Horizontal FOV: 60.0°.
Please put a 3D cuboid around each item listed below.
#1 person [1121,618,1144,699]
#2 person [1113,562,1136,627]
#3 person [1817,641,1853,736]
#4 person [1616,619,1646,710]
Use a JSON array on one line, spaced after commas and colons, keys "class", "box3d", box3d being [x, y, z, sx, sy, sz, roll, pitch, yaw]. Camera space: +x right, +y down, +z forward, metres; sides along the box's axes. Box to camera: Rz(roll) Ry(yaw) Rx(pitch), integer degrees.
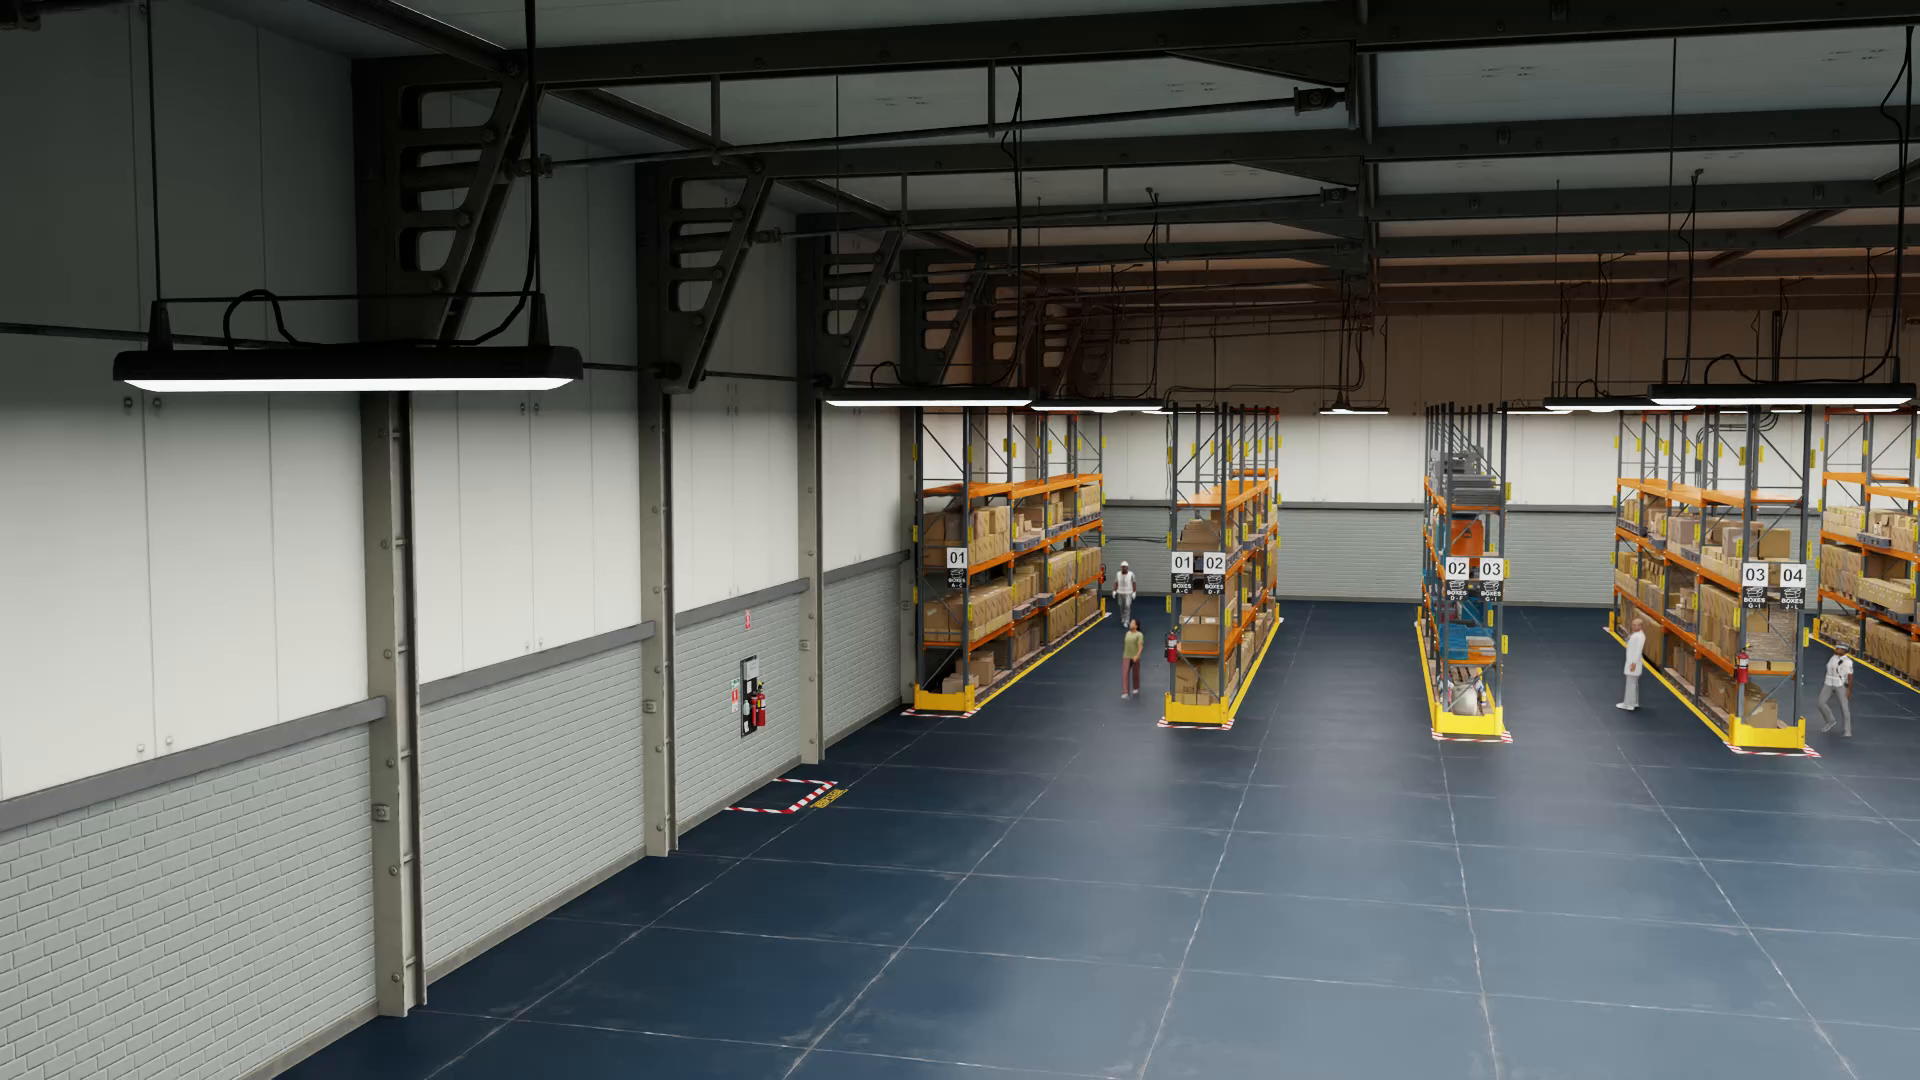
[{"class": "person", "box3d": [3.520, 2.404, 33.849, 0.434, 1.603, 1.039, 1, 4, 13]}, {"class": "person", "box3d": [4.509, 1.466, 45.618, 0.608, 1.744, 0.992, 1, 4, 14]}, {"class": "person", "box3d": [15.819, 2.658, 29.968, 0.414, 1.688, 0.598, -3, 5, -37]}, {"class": "person", "box3d": [13.163, 2.430, 32.619, 0.498, 1.783, 0.631, 2, 5, 23]}]
